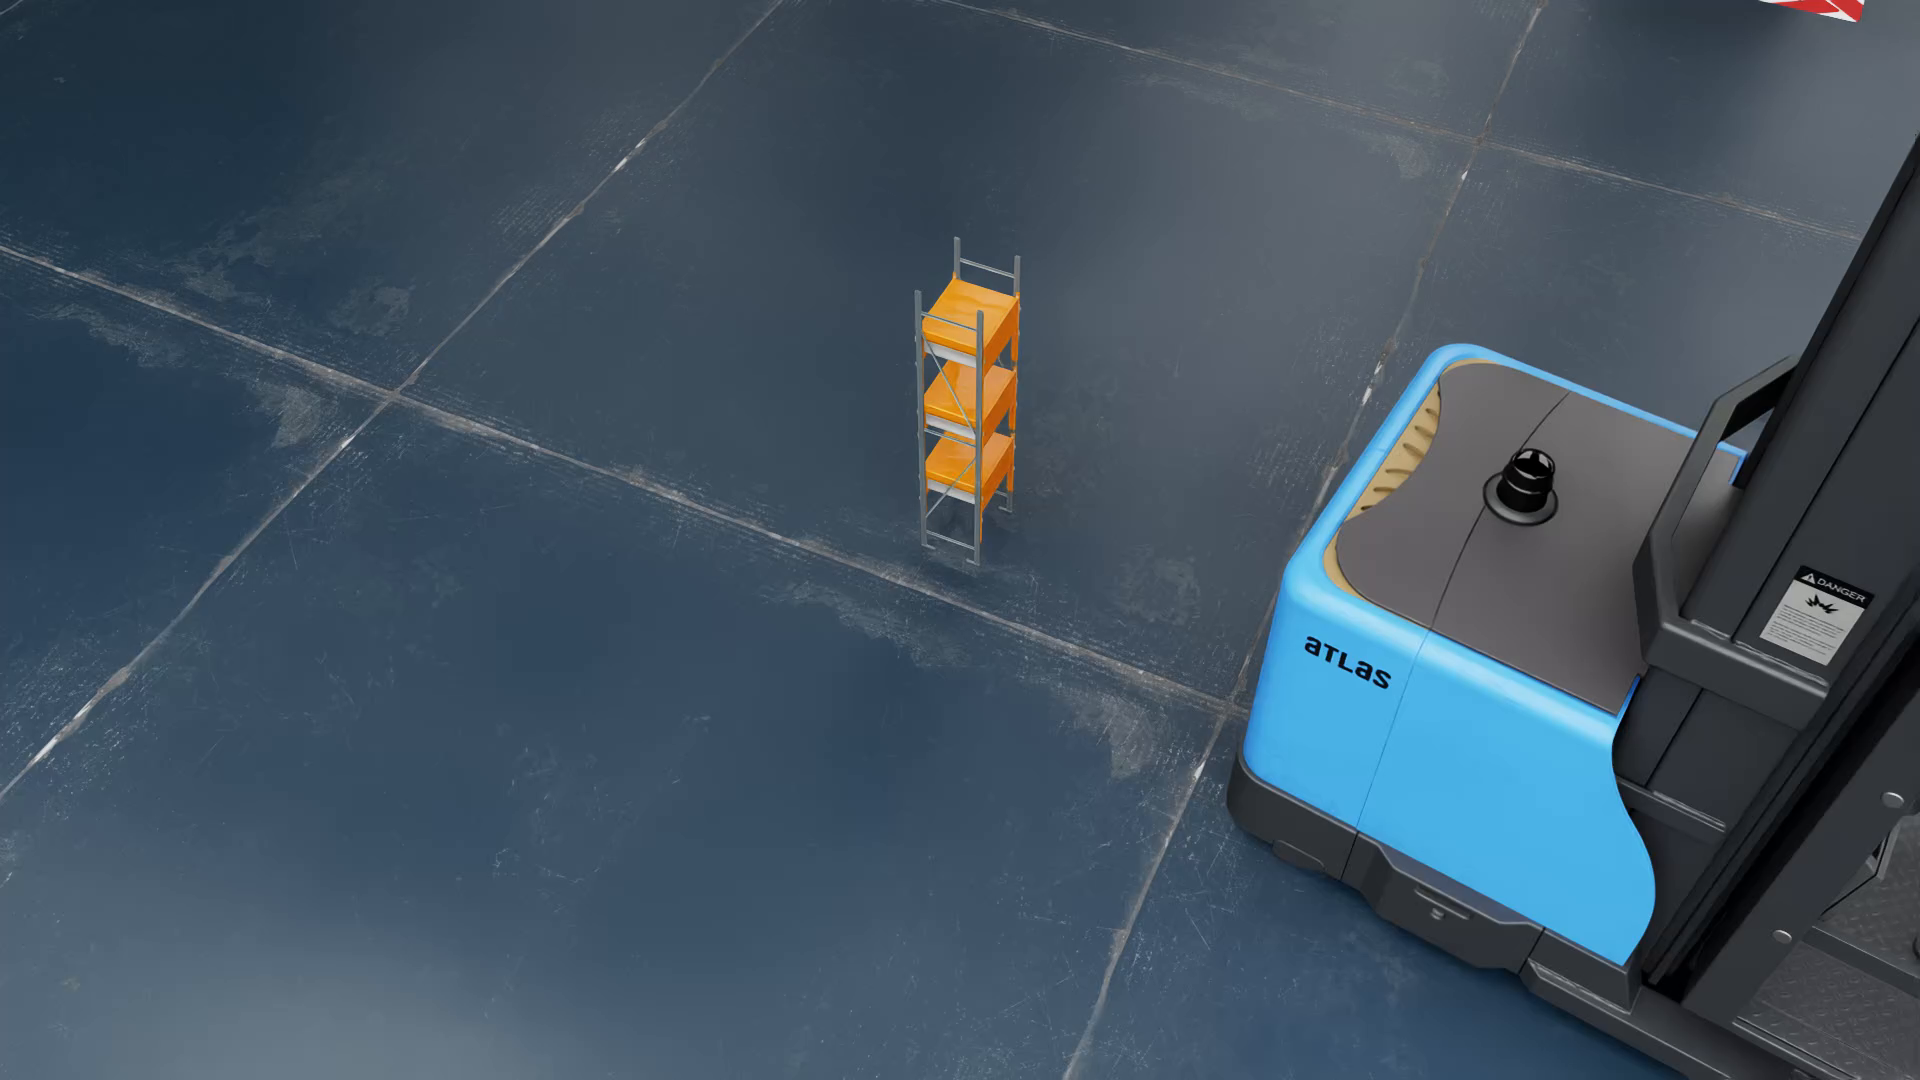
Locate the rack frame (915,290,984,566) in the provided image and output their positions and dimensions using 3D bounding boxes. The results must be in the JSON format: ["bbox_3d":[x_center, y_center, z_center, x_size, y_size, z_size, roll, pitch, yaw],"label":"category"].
[{"bbox_3d":[-0.029,-0.293,4.810,0.200,1.050,0.008,20,52,16],"label":"rack frame"}]

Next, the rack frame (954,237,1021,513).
[{"bbox_3d":[0.075,-0.461,4.953,0.200,1.050,0.008,20,52,16],"label":"rack frame"}]

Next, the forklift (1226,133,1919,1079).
[{"bbox_3d":[2.242,0.134,3.211,3.031,2.935,1.130,26,55,21],"label":"forklift"}]

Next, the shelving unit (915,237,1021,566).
[{"bbox_3d":[0.023,-0.377,4.882,0.215,1.050,0.252,20,52,16],"label":"shelving unit"}]

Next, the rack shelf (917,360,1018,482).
[{"bbox_3d":[0.023,-0.370,4.890,0.215,0.259,0.240,20,52,16],"label":"rack shelf"}]

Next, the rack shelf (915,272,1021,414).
[{"bbox_3d":[0.023,-0.554,4.673,0.215,0.259,0.240,20,52,16],"label":"rack shelf"}]

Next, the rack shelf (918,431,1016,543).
[{"bbox_3d":[0.023,-0.190,5.101,0.215,0.259,0.240,20,52,16],"label":"rack shelf"}]
